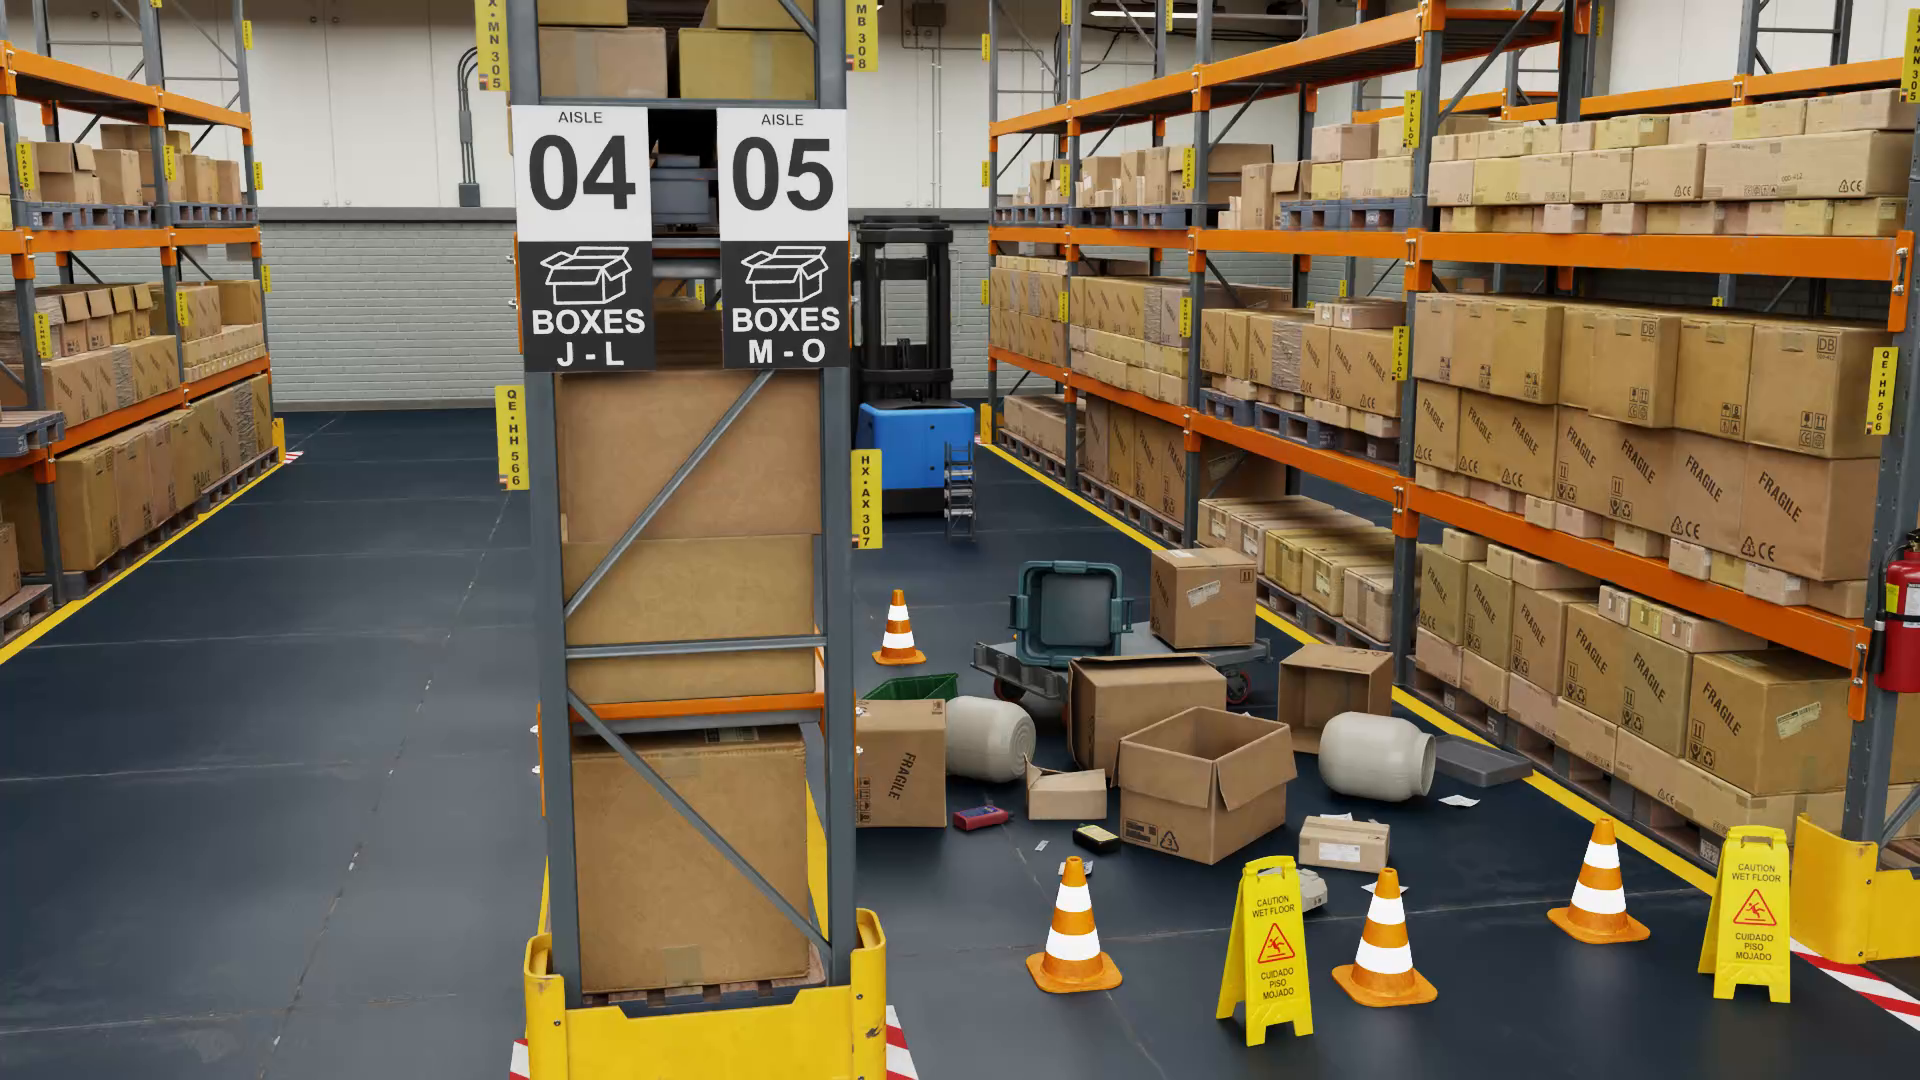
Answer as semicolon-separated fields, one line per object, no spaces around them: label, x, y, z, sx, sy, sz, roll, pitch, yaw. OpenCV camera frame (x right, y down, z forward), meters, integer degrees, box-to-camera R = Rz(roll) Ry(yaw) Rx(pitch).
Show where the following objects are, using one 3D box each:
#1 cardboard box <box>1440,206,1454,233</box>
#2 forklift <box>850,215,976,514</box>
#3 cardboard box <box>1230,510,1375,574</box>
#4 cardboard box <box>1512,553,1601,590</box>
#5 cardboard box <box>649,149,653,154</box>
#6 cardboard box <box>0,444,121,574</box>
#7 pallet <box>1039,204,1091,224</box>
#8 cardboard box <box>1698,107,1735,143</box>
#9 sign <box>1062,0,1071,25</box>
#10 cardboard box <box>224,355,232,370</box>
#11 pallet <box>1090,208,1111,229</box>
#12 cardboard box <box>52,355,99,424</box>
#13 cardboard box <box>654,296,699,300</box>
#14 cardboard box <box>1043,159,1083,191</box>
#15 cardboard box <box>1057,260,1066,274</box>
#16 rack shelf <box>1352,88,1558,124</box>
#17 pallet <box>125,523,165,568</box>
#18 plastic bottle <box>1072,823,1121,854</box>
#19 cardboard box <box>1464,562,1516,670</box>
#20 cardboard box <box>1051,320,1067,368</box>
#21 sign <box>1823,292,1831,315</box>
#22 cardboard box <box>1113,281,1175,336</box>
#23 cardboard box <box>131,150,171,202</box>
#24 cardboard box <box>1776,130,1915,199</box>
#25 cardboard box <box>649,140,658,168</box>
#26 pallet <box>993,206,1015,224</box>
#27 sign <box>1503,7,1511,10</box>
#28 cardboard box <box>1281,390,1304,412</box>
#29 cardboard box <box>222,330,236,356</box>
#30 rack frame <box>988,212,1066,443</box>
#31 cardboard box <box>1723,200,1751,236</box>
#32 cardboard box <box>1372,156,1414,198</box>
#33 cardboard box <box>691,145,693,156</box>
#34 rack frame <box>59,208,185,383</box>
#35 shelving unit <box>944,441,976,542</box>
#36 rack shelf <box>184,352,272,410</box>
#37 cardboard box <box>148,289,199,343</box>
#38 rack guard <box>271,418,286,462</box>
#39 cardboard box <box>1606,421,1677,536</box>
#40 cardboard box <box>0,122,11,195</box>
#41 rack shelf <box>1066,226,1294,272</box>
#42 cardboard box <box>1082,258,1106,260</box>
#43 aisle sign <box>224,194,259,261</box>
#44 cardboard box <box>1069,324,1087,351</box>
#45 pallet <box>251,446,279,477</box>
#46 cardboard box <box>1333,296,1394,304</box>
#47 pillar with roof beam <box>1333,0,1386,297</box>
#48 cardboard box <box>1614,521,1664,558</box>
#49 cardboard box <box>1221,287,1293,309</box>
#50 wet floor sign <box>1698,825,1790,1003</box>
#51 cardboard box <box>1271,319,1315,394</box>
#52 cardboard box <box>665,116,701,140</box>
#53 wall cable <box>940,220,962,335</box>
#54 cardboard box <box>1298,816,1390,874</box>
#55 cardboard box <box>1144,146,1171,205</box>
cardboard box;3.027;-1.865;9.674;0.380;0.149;0.250;-2;11;-12
forklift;-0.693;-1.918;17.487;1.130;2.935;3.031;-3;11;-14
cardboard box;2.682;0.009;13.086;0.950;0.372;0.625;-2;11;-12
cardboard box;3.181;0.163;8.863;0.380;0.149;0.250;-1;11;-8
cardboard box;-1.807;-2.084;8.371;0.500;0.250;0.500;-2;11;-11
cardboard box;-7.404;-0.244;13.071;1.225;0.875;0.875;-3;11;-14
pallet;1.504;-3.629;18.508;1.003;0.211;1.213;-2;11;-11
cardboard box;3.512;-1.829;7.355;0.380;0.149;0.250;-2;11;-11
sign;1.103;-5.517;17.245;0.100;0.325;0.005;-2;11;-11
cardboard box;-8.104;-1.917;17.971;0.380;0.149;0.250;-2;11;-13
pallet;1.879;-3.262;16.854;0.805;0.209;1.217;-3;11;-13
cardboard box;-7.220;-1.197;13.250;0.500;0.500;0.500;-2;11;-13
cardboard box;-2.328;-1.574;12.555;0.700;0.500;0.500;-2;11;-11
cardboard box;1.359;-4.074;18.945;0.797;0.503;0.637;-1;11;-7
cardboard box;1.297;-3.051;18.580;0.380;0.149;0.250;-2;11;-11
rack shelf;6.132;-5.189;20.376;1.077;0.370;4.000;-2;11;-11
pallet;-7.603;0.045;14.450;1.003;0.211;1.213;-2;11;-11
plastic bottle;0.620;1.390;7.782;0.133;0.061;0.283;-6;13;-31
cardboard box;3.174;0.411;9.295;0.500;0.500;0.500;-2;11;-9
cardboard box;1.312;-2.173;18.379;0.500;0.500;0.500;-2;11;-10
sign;7.843;-2.086;15.089;0.100;0.325;0.005;-2;11;-11
cardboard box;1.784;-2.219;15.943;0.500;0.500;0.500;-2;11;-12
cardboard box;-8.279;-3.608;16.501;0.700;0.500;0.500;-3;11;-14
cardboard box;3.623;-1.478;6.574;0.500;0.250;0.500;-2;11;-12
cardboard box;-1.922;-2.162;9.573;0.500;0.250;0.500;-2;11;-10
pallet;1.029;-4.076;20.860;1.003;0.211;1.213;-2;11;-11
sign;5.985;-5.658;18.201;0.100;0.325;0.005;-2;11;-11
cardboard box;2.578;-1.033;12.205;0.380;0.149;0.250;-2;11;-9
cardboard box;-8.189;-2.133;18.041;0.500;0.250;0.500;-2;11;-11
rack frame;0.875;-2.782;21.845;1.000;3.000;0.127;-2;11;-11
cardboard box;3.560;-1.396;7.213;0.380;0.149;0.250;-2;11;-11
cardboard box;2.953;-2.289;10.511;0.500;0.250;0.500;-2;11;-12
cardboard box;-1.045;-1.747;7.664;0.380;0.149;0.250;-2;11;-10
rack frame;-8.068;-1.688;16.097;1.000;3.000;0.127;-2;11;-11
shelving unit;-0.002;-0.444;15.174;0.258;0.900;0.210;-2;11;-11
rack shelf;-8.457;-1.702;18.091;1.077;0.370;4.000;-2;11;-11
cardboard box;-7.910;-2.226;16.523;0.500;0.500;0.500;-2;11;-11
rack guard;-8.851;-1.198;20.208;1.175;0.500;0.348;-2;11;-11
cardboard box;3.424;-0.316;7.826;0.500;0.500;0.500;-2;11;-11
cardboard box;-6.952;-2.644;11.494;0.500;0.500;0.500;-2;11;-10
rack shelf;2.042;-2.802;15.850;1.077;0.370;4.000;-2;11;-11
cardboard box;1.548;-3.207;19.402;0.380;0.149;0.250;-2;11;-11
aisle sign;-8.566;-3.723;19.835;0.394;0.787;0.004;-2;11;-11
cardboard box;1.462;-2.129;17.480;0.500;0.250;0.500;-2;11;-13
pallet;-8.614;-0.908;19.456;1.003;0.211;1.213;-2;11;-11
cardboard box;3.026;-1.745;12.476;0.380;0.149;0.250;-3;11;-14
pillar with roof beam;1.880;-6.281;24.184;9.100;9.000;0.548;-2;11;-11
cardboard box;3.387;-0.017;7.989;0.380;0.149;0.250;-2;11;-12
cardboard box;2.575;-1.955;14.555;0.500;0.500;0.500;-2;11;-13
wet floor sign;2.974;1.383;6.260;0.267;0.644;0.232;2;11;9
cardboard box;2.599;-1.341;12.087;0.500;0.500;0.500;-3;11;-13
cardboard box;-0.987;-1.826;7.014;0.500;0.250;0.500;-2;11;-11
wall cable;-0.245;-4.330;27.176;0.585;1.953;0.123;-2;11;-11
cardboard box;1.750;1.386;7.570;0.380;0.149;0.250;4;11;18
cardboard box;2.052;-3.218;14.724;0.700;0.500;0.500;-3;11;-14
